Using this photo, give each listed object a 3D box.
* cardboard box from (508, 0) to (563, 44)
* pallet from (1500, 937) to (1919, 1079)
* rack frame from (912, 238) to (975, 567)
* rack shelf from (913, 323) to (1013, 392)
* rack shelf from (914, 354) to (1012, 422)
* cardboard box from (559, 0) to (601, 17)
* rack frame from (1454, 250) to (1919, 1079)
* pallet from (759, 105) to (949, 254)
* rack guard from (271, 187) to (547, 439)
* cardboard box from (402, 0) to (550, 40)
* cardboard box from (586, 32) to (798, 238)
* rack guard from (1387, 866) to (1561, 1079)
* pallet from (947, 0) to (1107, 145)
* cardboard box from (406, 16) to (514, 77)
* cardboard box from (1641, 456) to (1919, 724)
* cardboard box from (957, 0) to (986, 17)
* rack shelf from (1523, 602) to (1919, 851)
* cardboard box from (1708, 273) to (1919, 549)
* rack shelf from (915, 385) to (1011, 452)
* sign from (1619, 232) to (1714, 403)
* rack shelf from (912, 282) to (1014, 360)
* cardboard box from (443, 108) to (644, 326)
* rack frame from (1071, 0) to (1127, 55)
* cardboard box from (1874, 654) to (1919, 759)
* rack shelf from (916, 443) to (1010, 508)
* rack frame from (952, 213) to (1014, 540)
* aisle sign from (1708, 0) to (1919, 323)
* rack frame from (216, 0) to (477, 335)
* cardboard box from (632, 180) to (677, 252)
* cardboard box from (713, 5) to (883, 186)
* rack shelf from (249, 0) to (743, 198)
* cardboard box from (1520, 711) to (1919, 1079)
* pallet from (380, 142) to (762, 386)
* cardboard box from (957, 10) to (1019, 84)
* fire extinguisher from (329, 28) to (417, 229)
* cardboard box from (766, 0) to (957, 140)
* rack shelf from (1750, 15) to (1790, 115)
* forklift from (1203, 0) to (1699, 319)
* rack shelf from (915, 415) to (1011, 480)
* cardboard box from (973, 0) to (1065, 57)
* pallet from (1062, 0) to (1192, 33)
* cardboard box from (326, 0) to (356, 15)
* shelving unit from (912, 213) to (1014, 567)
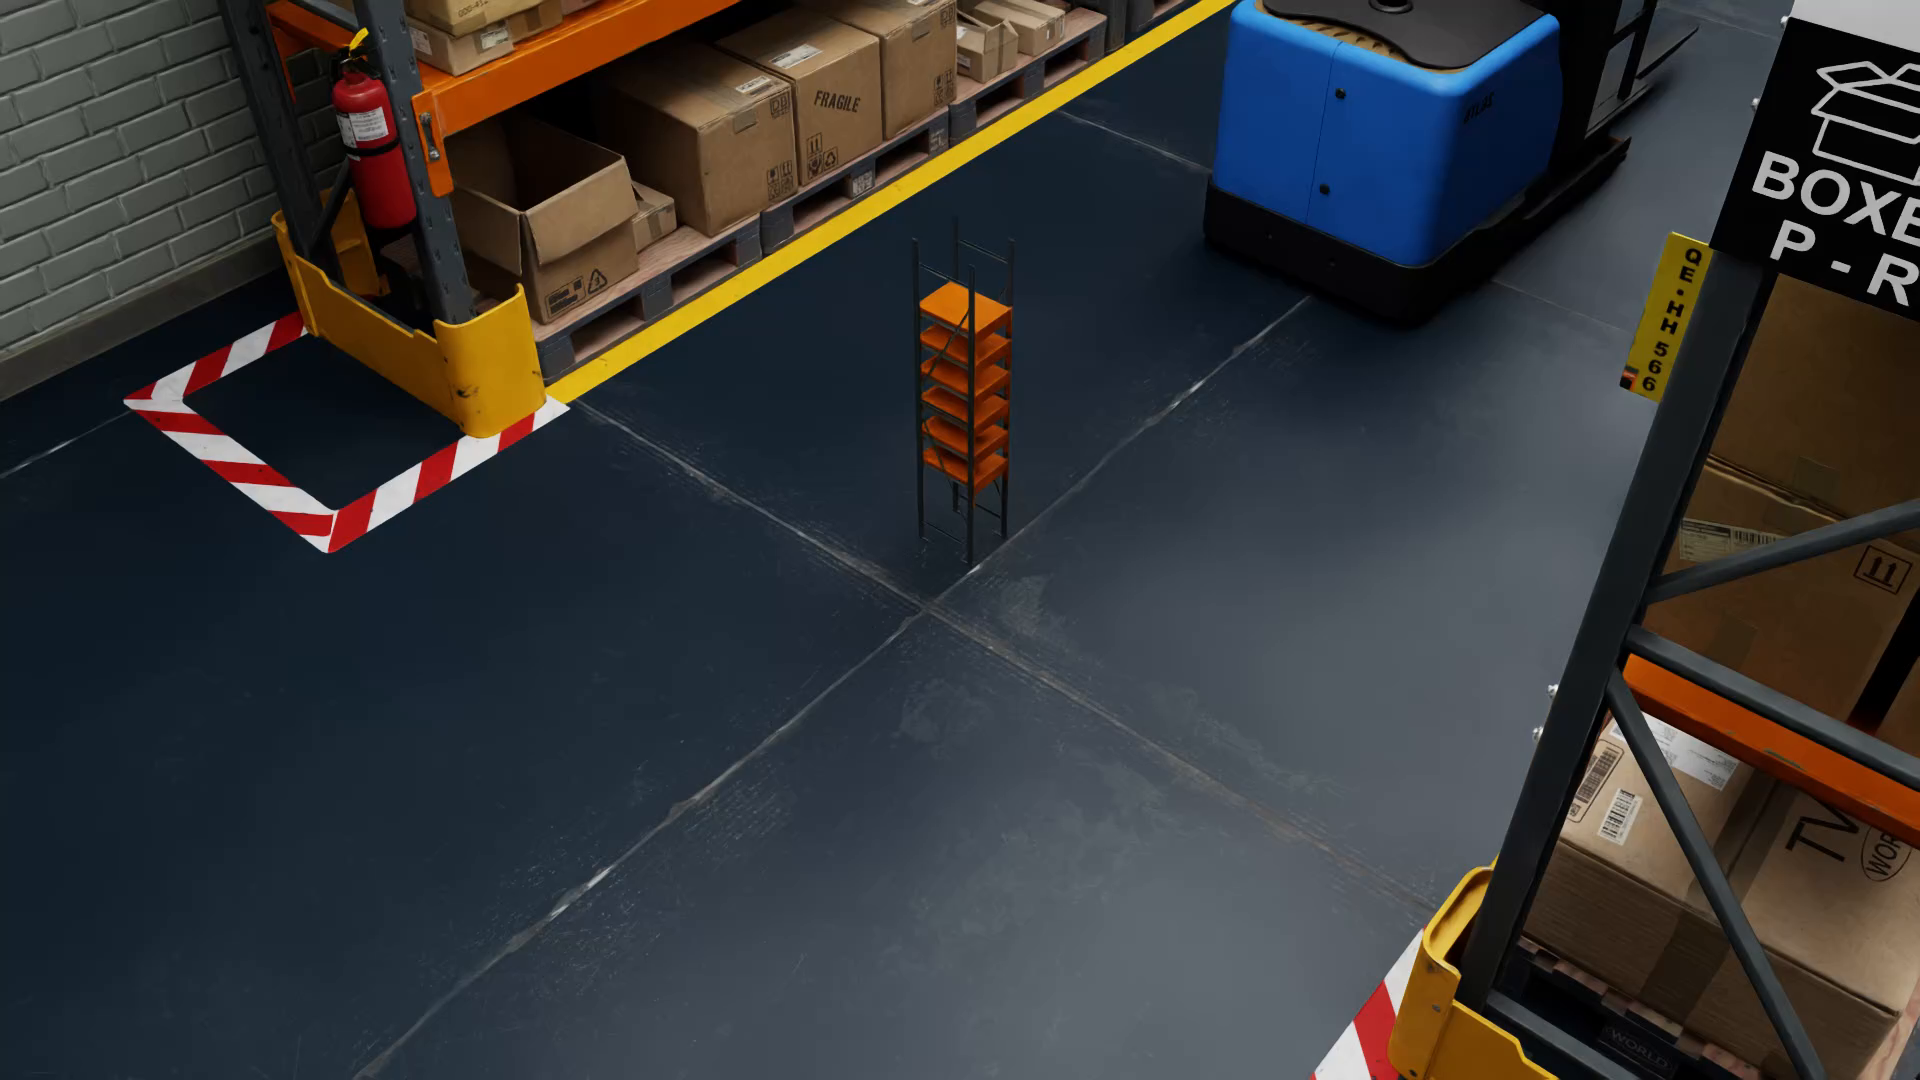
[{"bbox_3d":[-1.604,-1.878,5.772,0.380,0.149,0.250,31,51,29],"label":"cardboard box"},{"bbox_3d":[2.102,0.964,4.533,1.003,0.211,1.213,29,50,28],"label":"pallet"},{"bbox_3d":[-0.050,-0.404,5.303,0.240,1.200,0.006,29,50,28],"label":"rack frame"},{"bbox_3d":[0.009,-0.596,5.223,0.258,0.103,0.180,29,50,28],"label":"rack shelf"},{"bbox_3d":[0.009,-0.507,5.304,0.258,0.103,0.180,29,50,28],"label":"rack shelf"},{"bbox_3d":[-1.462,-2.028,5.938,0.380,0.149,0.250,29,50,28],"label":"cardboard box"},{"bbox_3d":[1.648,0.378,3.105,1.000,3.000,0.127,29,50,28],"label":"rack frame"},{"bbox_3d":[-0.807,-1.813,7.587,1.003,0.211,1.213,29,50,28],"label":"pallet"},{"bbox_3d":[-2.105,-0.884,6.350,1.175,0.500,0.348,29,50,28],"label":"rack guard"},{"bbox_3d":[-1.656,-1.941,5.545,0.500,0.250,0.500,30,50,29],"label":"cardboard box"},{"bbox_3d":[-1.108,-1.697,6.933,0.700,0.500,0.500,32,51,30],"label":"cardboard box"},{"bbox_3d":[1.632,1.315,3.932,1.175,0.500,0.348,29,50,28],"label":"rack guard"},{"bbox_3d":[-0.022,-2.444,8.281,1.003,0.211,1.213,29,50,28],"label":"pallet"},{"bbox_3d":[-1.732,-1.727,5.606,0.380,0.149,0.250,29,50,28],"label":"cardboard box"},{"bbox_3d":[1.755,-0.022,3.470,0.500,0.500,0.500,30,50,29],"label":"cardboard box"},{"bbox_3d":[-0.186,-2.752,8.233,0.500,0.311,0.500,31,51,30],"label":"cardboard box"},{"bbox_3d":[2.935,-0.386,4.479,1.077,0.370,4.000,29,50,28],"label":"rack shelf"},{"bbox_3d":[1.776,-0.380,3.121,0.500,0.500,0.500,31,51,30],"label":"cardboard box"},{"bbox_3d":[0.009,-0.419,5.384,0.258,0.103,0.180,29,50,28],"label":"rack shelf"},{"bbox_3d":[1.241,-0.380,2.902,0.100,0.325,0.005,29,50,28],"label":"sign"},{"bbox_3d":[0.009,-0.685,5.142,0.258,0.103,0.180,29,50,28],"label":"rack shelf"},{"bbox_3d":[-1.688,-1.275,6.466,0.797,0.503,0.637,28,49,27],"label":"cardboard box"},{"bbox_3d":[0.420,-3.829,7.731,1.000,3.000,0.127,29,50,28],"label":"rack frame"},{"bbox_3d":[2.176,0.218,3.206,0.500,0.500,0.500,29,50,28],"label":"cardboard box"},{"bbox_3d":[0.009,-0.241,5.546,0.258,0.103,0.180,29,50,28],"label":"rack shelf"},{"bbox_3d":[0.068,-0.498,5.406,0.240,1.200,0.006,29,50,28],"label":"rack frame"},{"bbox_3d":[1.364,-0.681,2.337,0.394,0.787,0.004,29,50,28],"label":"aisle sign"},{"bbox_3d":[-2.154,-1.769,5.466,1.000,3.000,0.127,29,50,28],"label":"rack frame"},{"bbox_3d":[-1.385,-1.346,6.807,0.380,0.149,0.250,28,49,27],"label":"cardboard box"},{"bbox_3d":[-0.691,-1.926,7.184,0.500,0.500,0.500,30,50,29],"label":"cardboard box"},{"bbox_3d":[-0.867,-2.533,6.841,1.077,0.370,4.000,29,50,28],"label":"rack shelf"},{"bbox_3d":[1.996,0.787,4.247,0.875,0.438,0.875,28,49,27],"label":"cardboard box"},{"bbox_3d":[-1.593,-1.187,6.899,1.003,0.211,1.213,29,50,28],"label":"pallet"},{"bbox_3d":[0.057,-2.375,7.852,0.396,0.266,0.258,31,51,30],"label":"cardboard box"},{"bbox_3d":[-1.895,-1.327,5.314,0.296,0.674,0.183,29,50,28],"label":"fire extinguisher"},{"bbox_3d":[-0.440,-2.232,7.520,0.700,0.500,0.500,28,49,27],"label":"cardboard box"},{"bbox_3d":[2.935,-1.496,3.470,1.077,0.370,4.000,29,50,28],"label":"rack shelf"},{"bbox_3d":[2.396,-2.871,6.729,1.130,2.935,3.031,31,51,30],"label":"forklift"},{"bbox_3d":[0.009,-0.330,5.465,0.258,0.103,0.180,29,50,28],"label":"rack shelf"},{"bbox_3d":[0.287,-2.515,8.094,0.380,0.149,0.250,28,49,27],"label":"cardboard box"},{"bbox_3d":[0.915,-3.232,9.148,1.003,0.211,1.213,29,50,28],"label":"pallet"},{"bbox_3d":[-2.146,-1.963,5.866,0.380,0.149,0.250,29,50,28],"label":"cardboard box"},{"bbox_3d":[0.009,-0.451,5.355,0.258,1.200,0.189,29,50,28],"label":"shelving unit"}]
